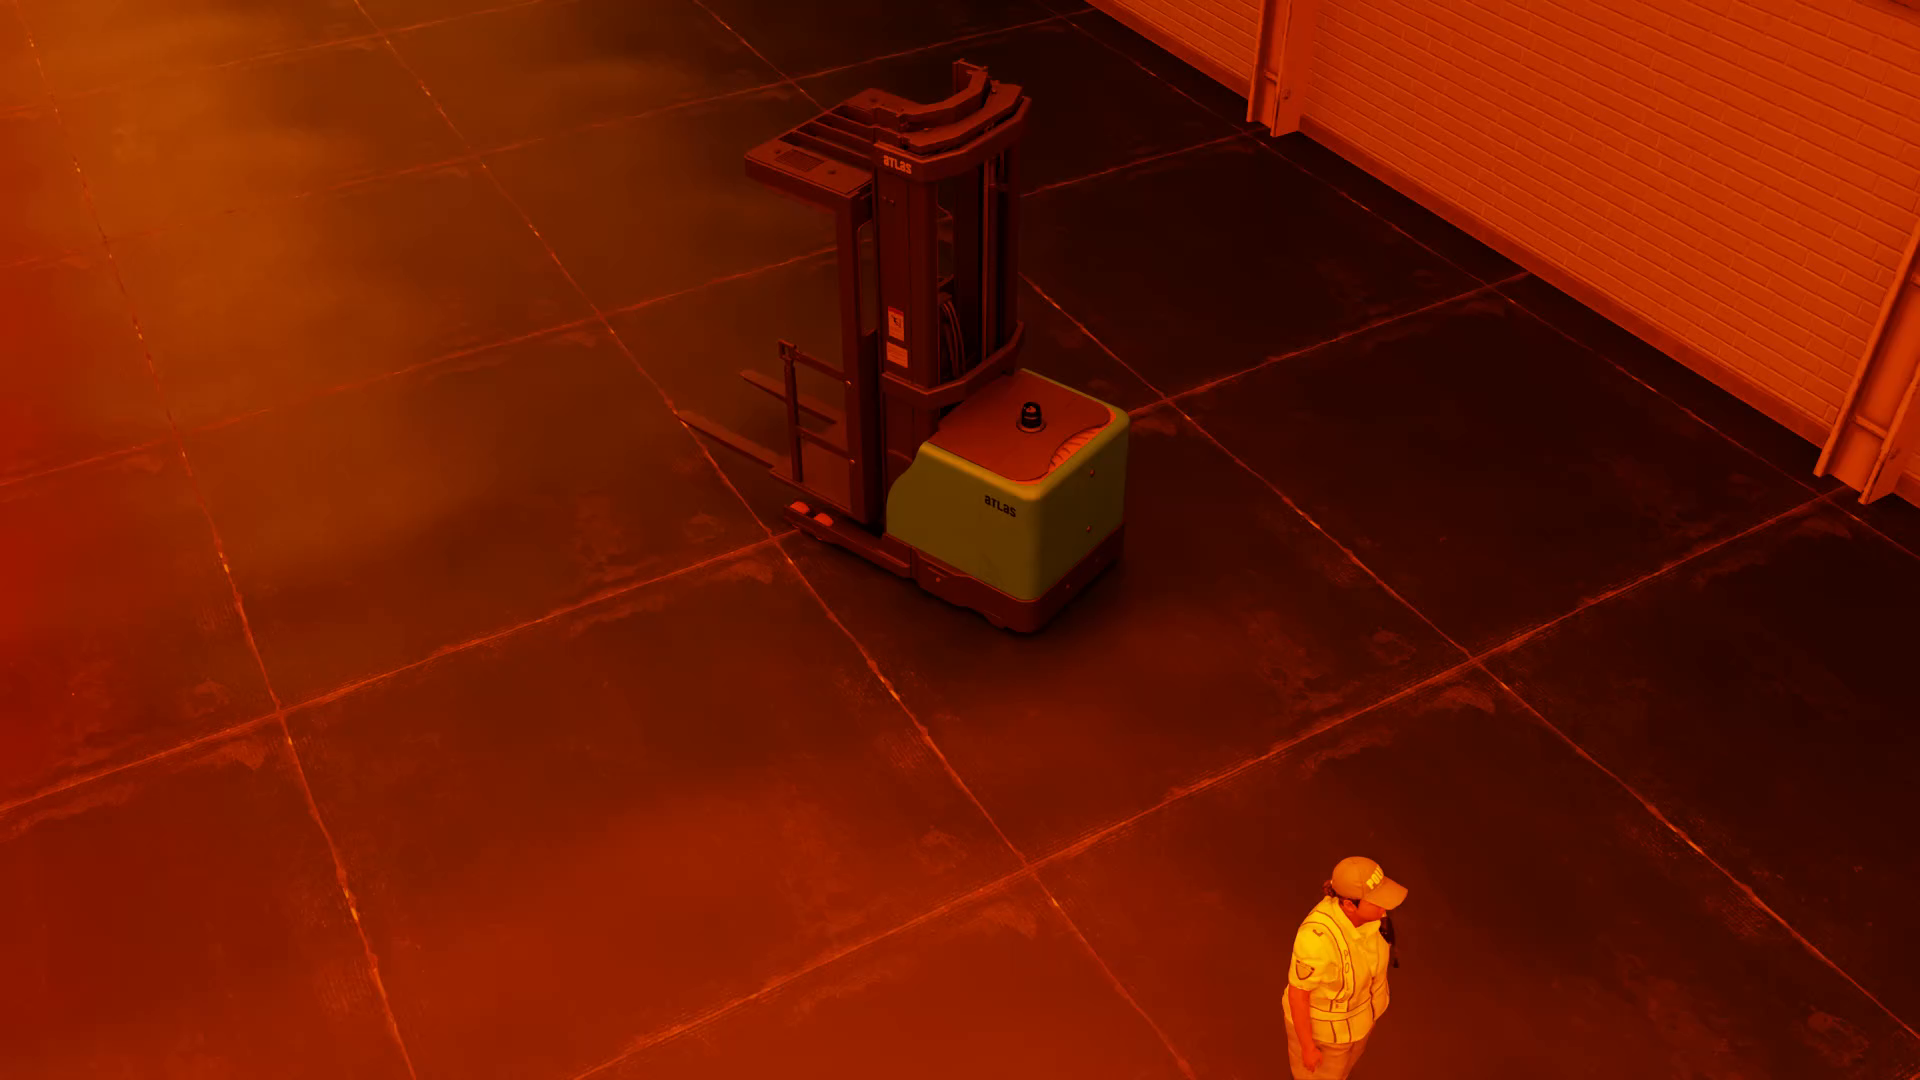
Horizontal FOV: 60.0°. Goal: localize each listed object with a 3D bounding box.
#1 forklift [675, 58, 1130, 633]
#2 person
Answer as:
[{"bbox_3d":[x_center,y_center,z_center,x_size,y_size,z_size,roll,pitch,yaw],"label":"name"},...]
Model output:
[{"bbox_3d":[-0.481,-1.366,9.683,3.031,2.935,1.130,26,46,28],"label":"forklift"},{"bbox_3d":[1.560,1.941,6.675,0.529,1.670,0.598,31,49,32],"label":"person"}]
